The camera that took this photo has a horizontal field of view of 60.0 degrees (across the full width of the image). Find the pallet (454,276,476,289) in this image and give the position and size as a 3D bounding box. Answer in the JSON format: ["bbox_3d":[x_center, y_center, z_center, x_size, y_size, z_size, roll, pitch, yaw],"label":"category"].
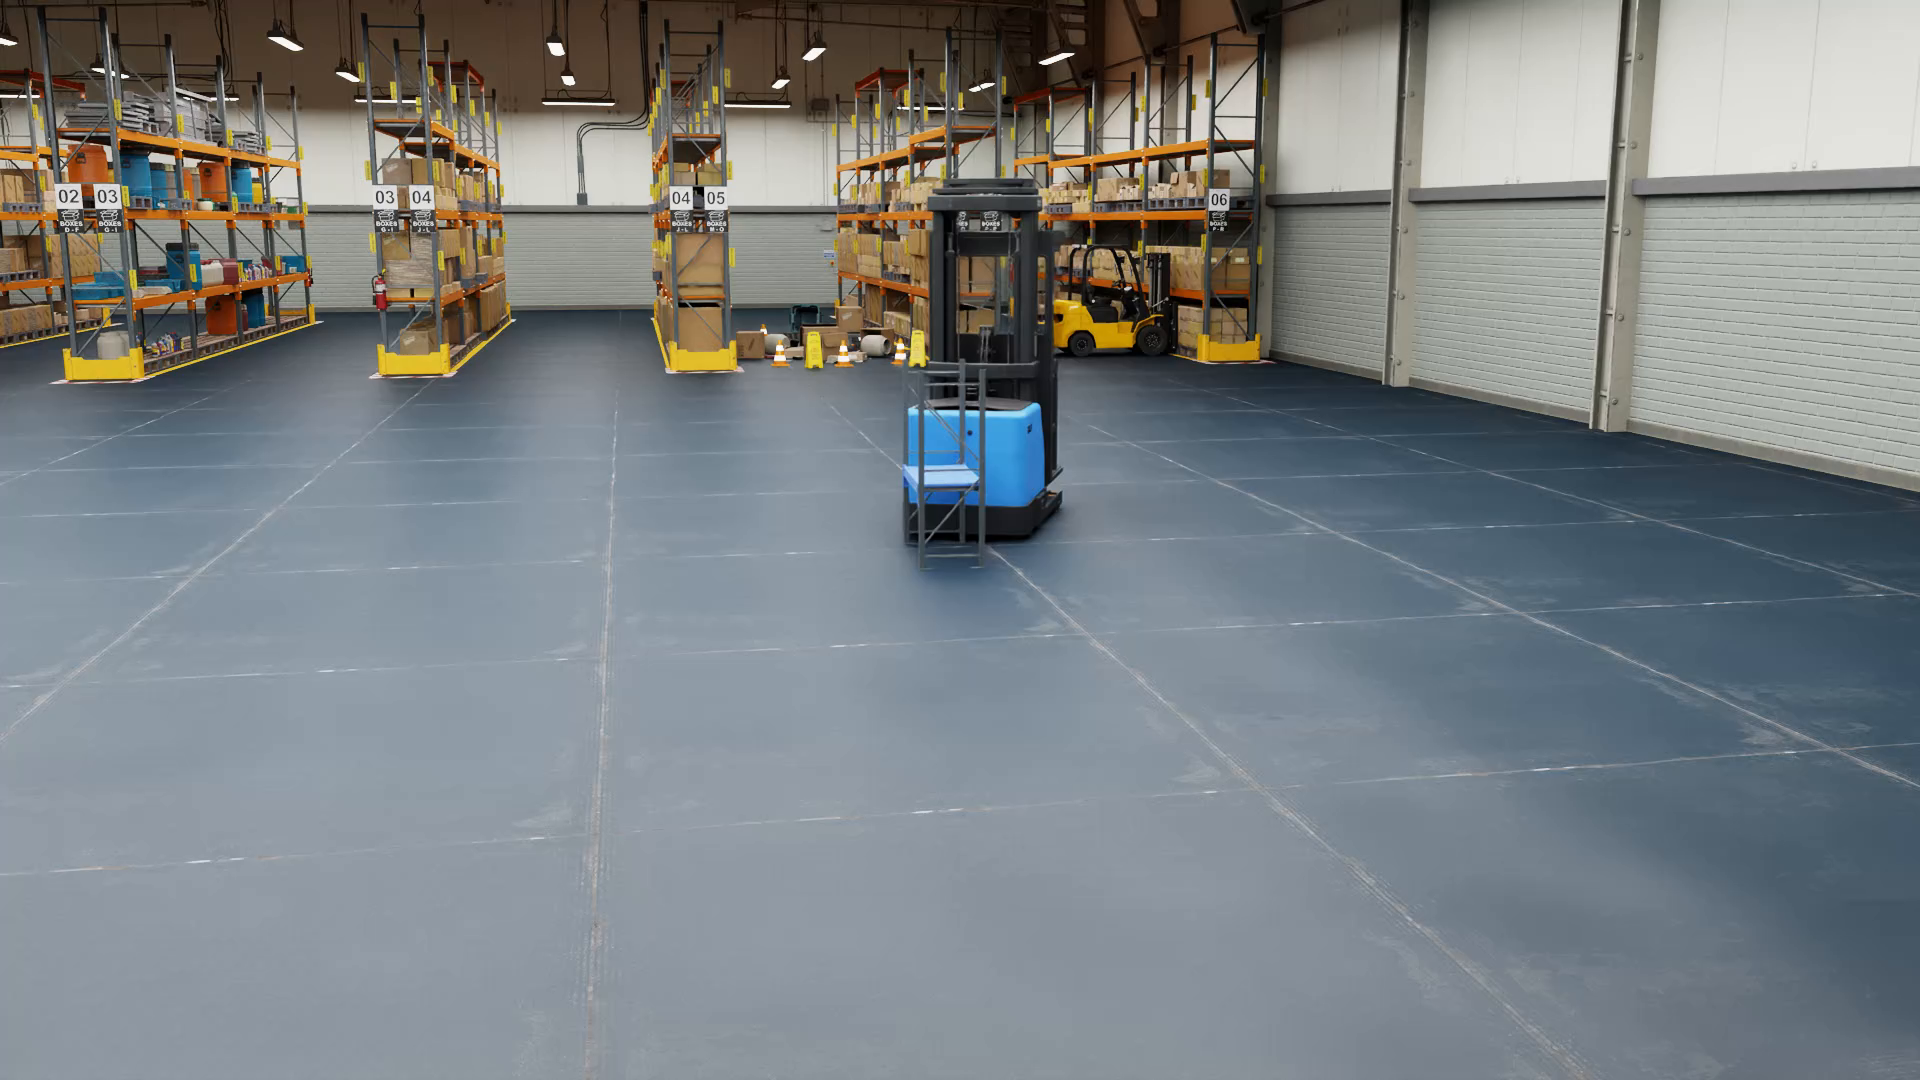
[{"bbox_3d":[-10.258,-5.150,33.246,1.003,0.211,1.213,-2,11,-11],"label":"pallet"}]

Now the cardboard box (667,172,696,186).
[{"bbox_3d":[-4.958,-6.408,29.535,0.500,0.250,0.500,-2,11,-10],"label":"cardboard box"}]

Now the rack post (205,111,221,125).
[{"bbox_3d":[-16.136,-8.992,35.495,0.624,0.289,0.986,-2,11,-11],"label":"rack post"}]

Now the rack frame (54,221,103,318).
[{"bbox_3d":[-22.303,-6.940,42.138,1.000,3.000,0.127,-2,11,-11],"label":"rack frame"}]

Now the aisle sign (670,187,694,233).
[{"bbox_3d":[-4.869,-5.780,29.091,0.394,0.787,0.004,-2,11,-11],"label":"aisle sign"}]

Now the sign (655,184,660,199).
[{"bbox_3d":[-6.677,-7.703,36.738,0.100,0.325,0.005,-2,11,-11],"label":"sign"}]

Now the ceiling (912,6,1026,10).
[{"bbox_3d":[2.054,-15.725,48.180,6.000,0.001,6.000,-2,11,-11],"label":"ceiling"}]

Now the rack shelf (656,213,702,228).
[{"bbox_3d":[-6.534,-7.481,38.883,1.077,0.370,4.000,-2,11,-11],"label":"rack shelf"}]

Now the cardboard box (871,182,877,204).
[{"bbox_3d":[-1.688,-8.097,38.800,0.700,0.500,0.500,-3,11,-14],"label":"cardboard box"}]

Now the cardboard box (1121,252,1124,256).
[{"bbox_3d":[3.776,-6.296,36.752,0.380,0.149,0.250,-2,11,-11],"label":"cardboard box"}]

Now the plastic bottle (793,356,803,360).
[{"bbox_3d":[-3.119,-3.488,31.858,0.133,0.061,0.283,-6,13,-31],"label":"plastic bottle"}]

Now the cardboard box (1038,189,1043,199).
[{"bbox_3d":[2.340,-9.076,43.605,0.500,0.250,0.500,-2,11,-12],"label":"cardboard box"}]

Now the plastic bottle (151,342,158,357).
[{"bbox_3d":[-14.379,-3.405,29.684,0.097,0.271,0.097,0,11,0],"label":"plastic bottle"}]

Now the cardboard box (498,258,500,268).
[{"bbox_3d":[-11.928,-7.011,42.117,0.500,0.250,0.500,-2,11,-11],"label":"cardboard box"}]

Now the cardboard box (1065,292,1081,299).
[{"bbox_3d":[2.860,-6.138,41.749,0.380,0.149,0.250,-2,11,-11],"label":"cardboard box"}]

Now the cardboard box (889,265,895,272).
[{"bbox_3d":[-1.365,-6.053,37.027,0.380,0.149,0.250,-2,11,-11],"label":"cardboard box"}]

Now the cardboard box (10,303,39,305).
[{"bbox_3d":[-21.915,-5.289,38.971,0.500,0.500,0.500,-2,11,-11],"label":"cardboard box"}]

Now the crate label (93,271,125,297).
[{"bbox_3d":[-14.955,-4.530,29.382,0.502,0.435,0.616,-2,11,-11],"label":"crate label"}]

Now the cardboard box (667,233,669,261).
[{"bbox_3d":[-5.137,-5.595,31.783,0.875,0.550,0.550,-2,11,-11],"label":"cardboard box"}]

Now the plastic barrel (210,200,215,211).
[{"bbox_3d":[-15.790,-7.006,34.878,0.294,0.245,0.294,0,11,0],"label":"plastic barrel"}]

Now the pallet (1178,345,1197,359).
[{"bbox_3d":[4.925,-3.676,32.444,1.003,0.211,1.213,-2,11,-11],"label":"pallet"}]

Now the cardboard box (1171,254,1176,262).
[{"bbox_3d":[4.422,-5.656,33.388,0.380,0.149,0.250,-2,11,-12],"label":"cardboard box"}]

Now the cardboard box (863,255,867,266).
[{"bbox_3d":[-2.077,-6.819,40.567,0.500,0.250,0.500,-2,11,-10],"label":"cardboard box"}]

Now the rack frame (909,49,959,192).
[{"bbox_3d":[-0.531,-8.406,33.796,1.000,3.000,0.127,-2,11,-11],"label":"rack frame"}]

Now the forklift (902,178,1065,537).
[{"bbox_3d":[0.322,-1.696,14.767,1.130,2.935,3.031,2,11,11],"label":"forklift"}]

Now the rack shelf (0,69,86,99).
[{"bbox_3d":[-21.914,-10.800,39.406,1.077,0.370,4.000,-2,11,-11],"label":"rack shelf"}]

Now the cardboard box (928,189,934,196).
[{"bbox_3d":[-0.319,-6.543,31.634,0.500,0.250,0.500,-2,11,-9],"label":"cardboard box"}]

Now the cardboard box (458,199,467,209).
[{"bbox_3d":[-10.492,-6.972,34.681,0.500,0.250,0.500,-2,11,-9],"label":"cardboard box"}]

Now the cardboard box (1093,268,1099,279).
[{"bbox_3d":[3.406,-6.210,38.703,0.500,0.250,0.500,-2,11,-11],"label":"cardboard box"}]

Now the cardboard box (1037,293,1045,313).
[{"bbox_3d":[2.359,-6.356,44.628,0.700,0.500,0.500,-3,11,-13],"label":"cardboard box"}]

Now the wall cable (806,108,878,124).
[{"bbox_3d":[-3.509,-11.667,50.928,2.355,3.000,0.029,-2,11,-11],"label":"wall cable"}]

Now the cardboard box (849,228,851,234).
[{"bbox_3d":[-2.708,-8.112,43.617,0.380,0.149,0.250,-2,11,-11],"label":"cardboard box"}]

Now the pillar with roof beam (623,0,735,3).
[{"bbox_3d":[-9.704,-15.142,45.918,6.894,0.400,0.400,-2,11,-11],"label":"pillar with roof beam"}]

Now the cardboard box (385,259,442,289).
[{"bbox_3d":[-9.554,-4.662,29.108,0.875,0.500,0.500,-2,11,-11],"label":"cardboard box"}]

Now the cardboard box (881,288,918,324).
[{"bbox_3d":[-1.362,-5.485,39.053,0.875,0.875,0.875,-2,11,-12],"label":"cardboard box"}]

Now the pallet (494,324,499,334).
[{"bbox_3d":[-11.584,-5.058,39.704,1.003,0.211,1.213,-2,11,-11],"label":"pallet"}]

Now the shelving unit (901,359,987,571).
[{"bbox_3d":[-0.135,-0.609,12.885,0.538,1.500,1.048,-2,11,-8],"label":"shelving unit"}]

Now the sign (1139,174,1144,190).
[{"bbox_3d":[3.807,-7.501,34.838,0.100,0.325,0.005,-2,11,-11],"label":"sign"}]

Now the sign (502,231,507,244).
[{"bbox_3d":[-12.051,-8.002,43.987,0.100,0.325,0.005,-2,11,-11],"label":"sign"}]

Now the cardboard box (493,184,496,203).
[{"bbox_3d":[-12.432,-8.985,43.198,0.700,0.500,0.500,-3,11,-14],"label":"cardboard box"}]

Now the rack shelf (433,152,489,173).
[{"bbox_3d":[-11.419,-8.597,37.789,1.077,0.370,4.000,-2,11,-11],"label":"rack shelf"}]

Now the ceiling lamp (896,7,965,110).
[{"bbox_3d":[-0.802,-14.063,47.904,2.000,3.185,0.800,-2,11,-11],"label":"ceiling lamp"}]

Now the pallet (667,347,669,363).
[{"bbox_3d":[-5.055,-3.524,31.649,1.003,0.211,1.213,-2,11,-11],"label":"pallet"}]

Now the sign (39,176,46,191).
[{"bbox_3d":[-20.982,-8.149,38.027,0.100,0.325,0.005,-2,11,-11],"label":"sign"}]

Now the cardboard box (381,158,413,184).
[{"bbox_3d":[-10.023,-6.555,29.690,0.500,0.500,0.500,-2,11,-11],"label":"cardboard box"}]

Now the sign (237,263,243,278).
[{"bbox_3d":[-15.350,-5.754,35.469,0.100,0.325,0.005,-2,11,-11],"label":"sign"}]
